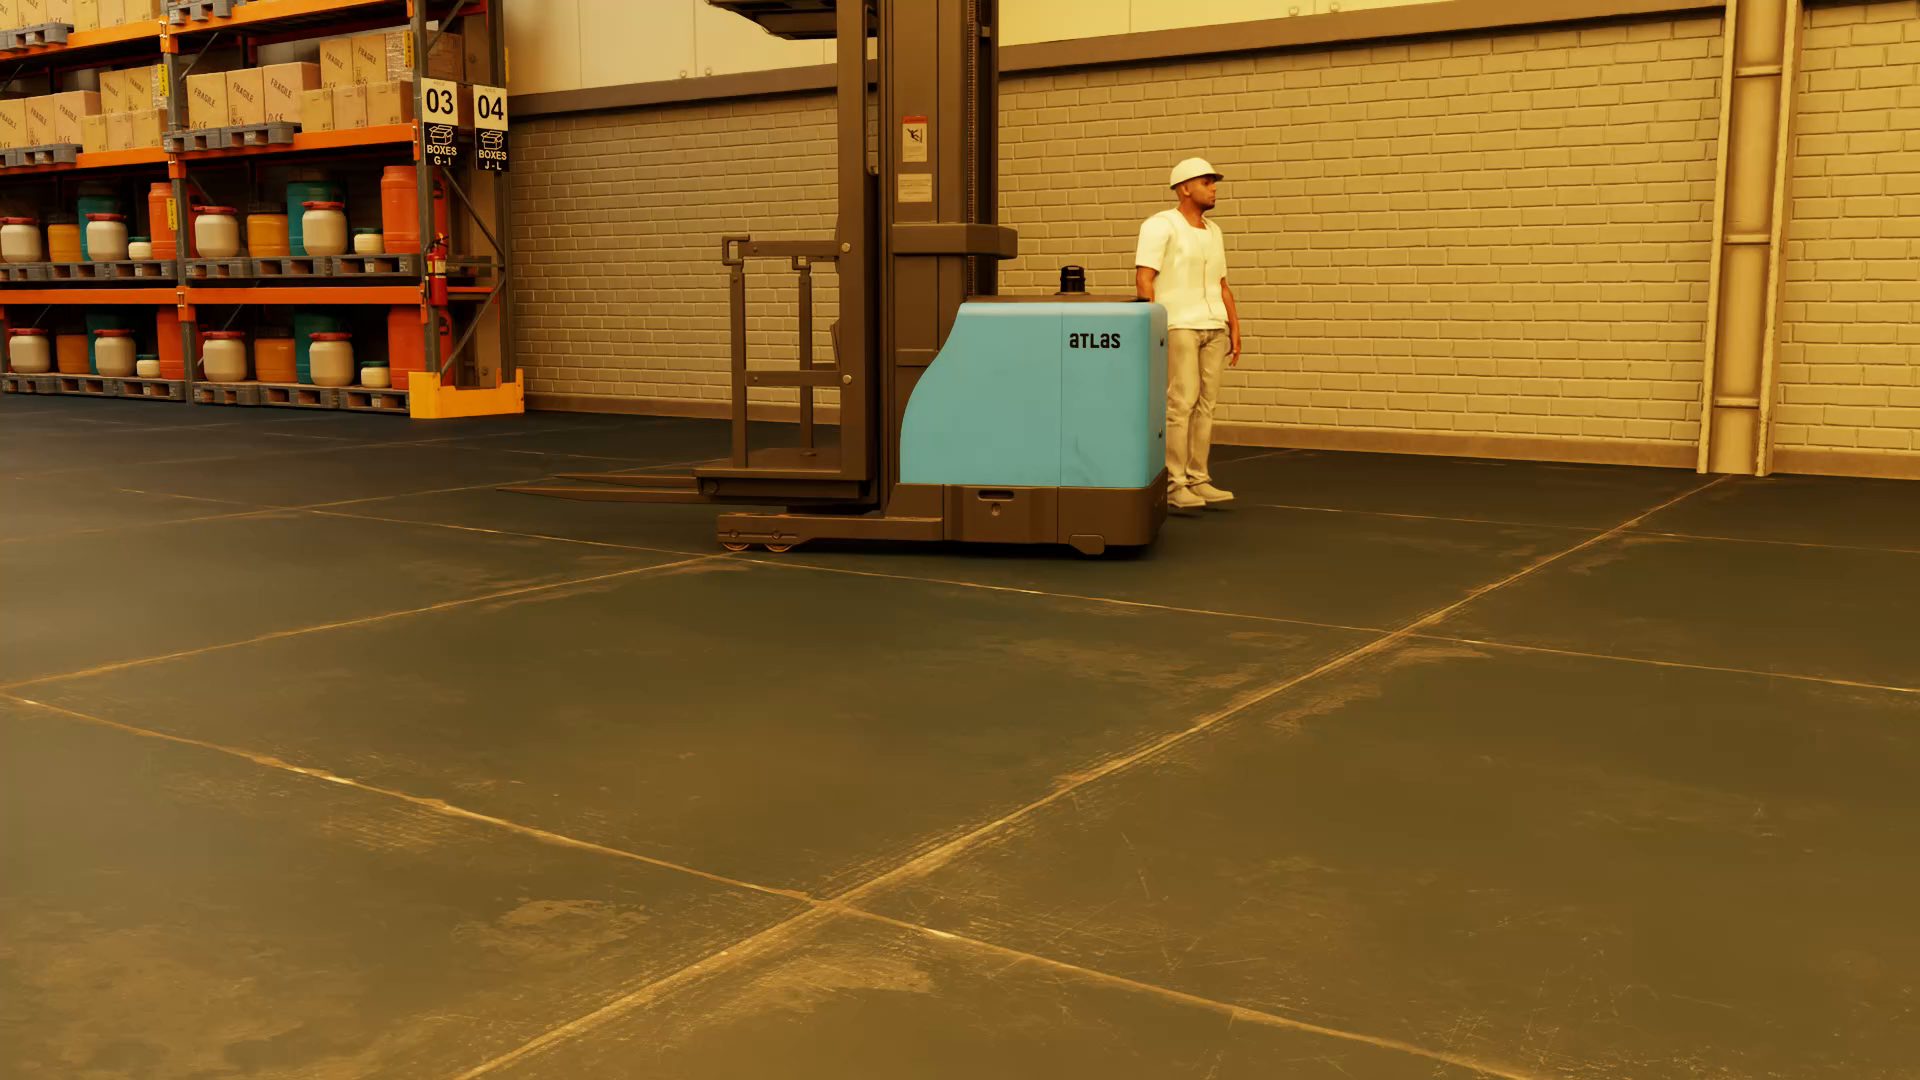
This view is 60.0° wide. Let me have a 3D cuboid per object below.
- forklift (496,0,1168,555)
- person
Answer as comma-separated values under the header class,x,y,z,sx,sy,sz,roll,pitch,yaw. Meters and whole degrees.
class,x,y,z,sx,sy,sz,roll,pitch,yaw
forklift,-0.596,-1.469,7.520,3.031,2.935,1.130,2,8,12
person,1.239,-1.071,8.552,0.671,1.770,0.558,-7,10,-39
